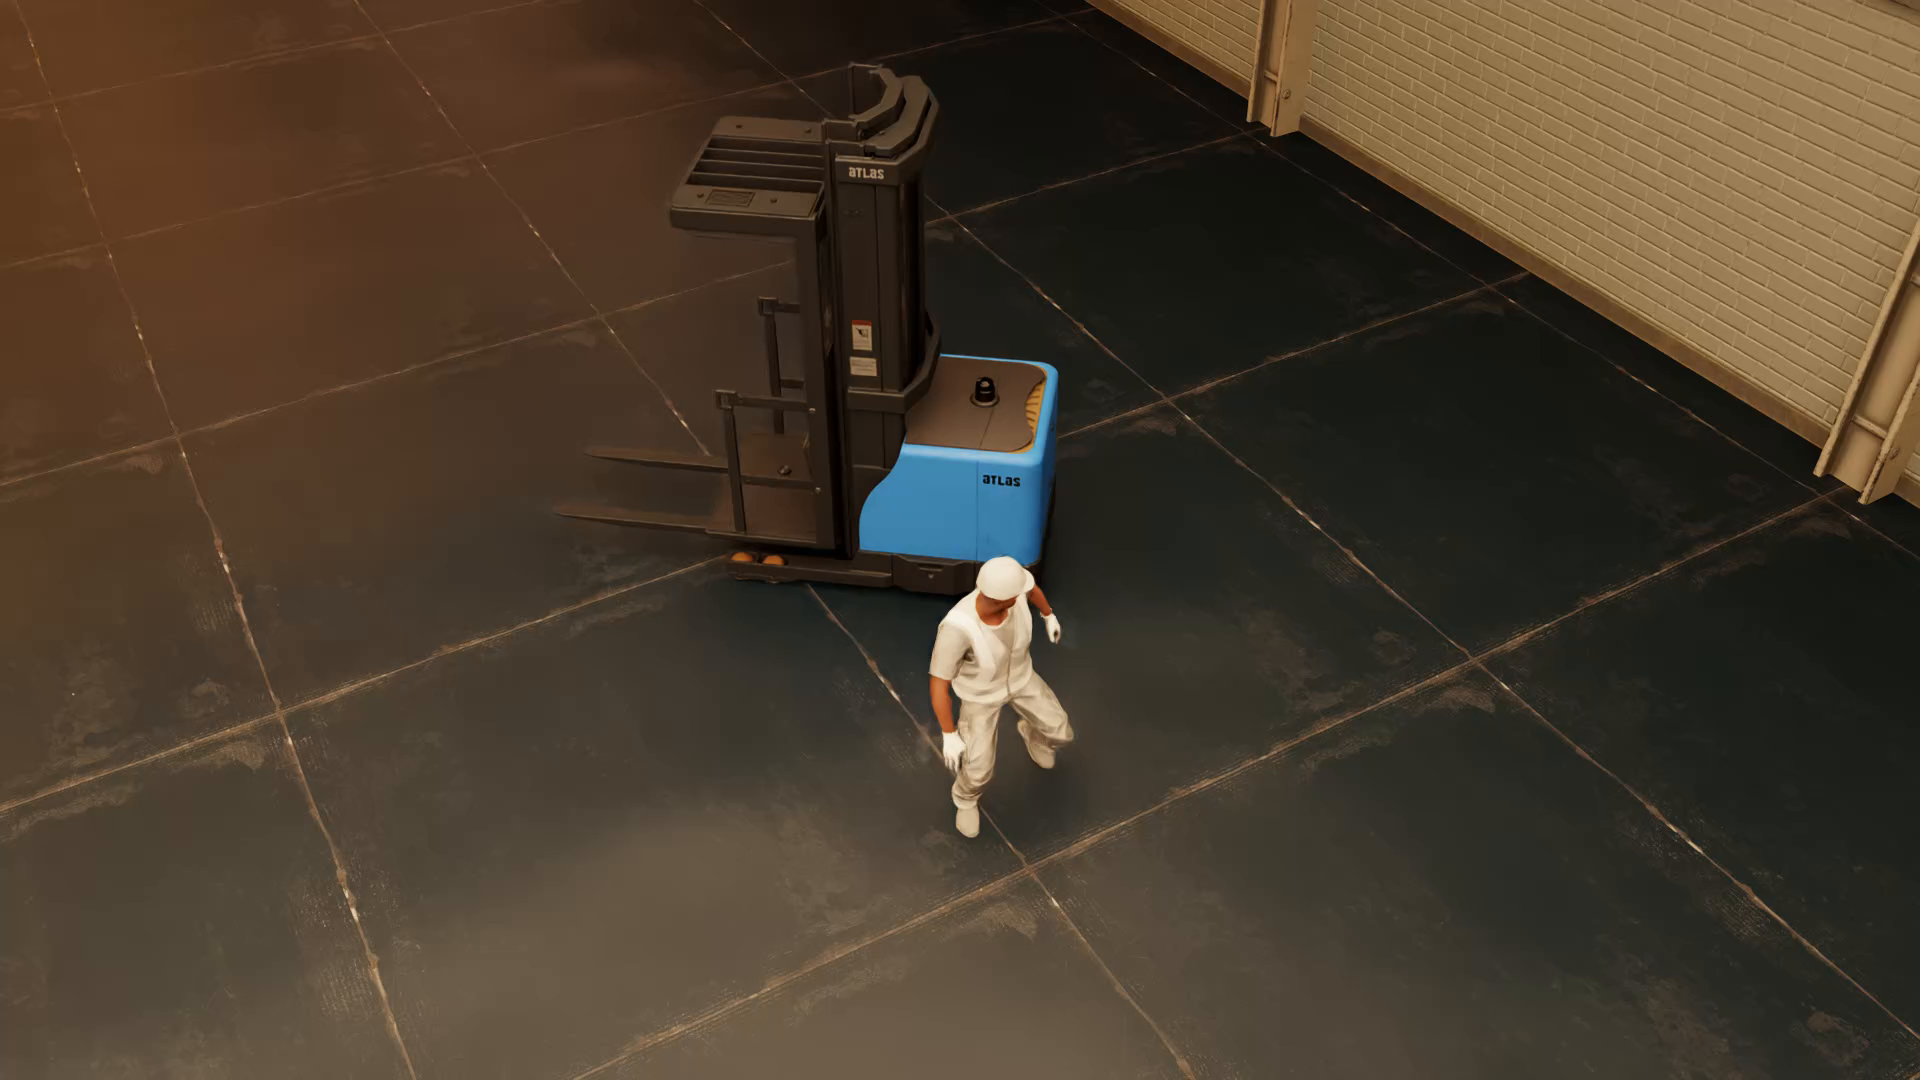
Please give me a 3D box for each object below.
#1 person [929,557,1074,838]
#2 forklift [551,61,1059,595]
[{"bbox_3d":[0.206,0.712,8.191,0.922,1.667,0.556,-21,44,-24],"label":"person"},{"bbox_3d":[-0.960,-1.196,9.479,3.031,2.935,1.130,5,40,7],"label":"forklift"}]
